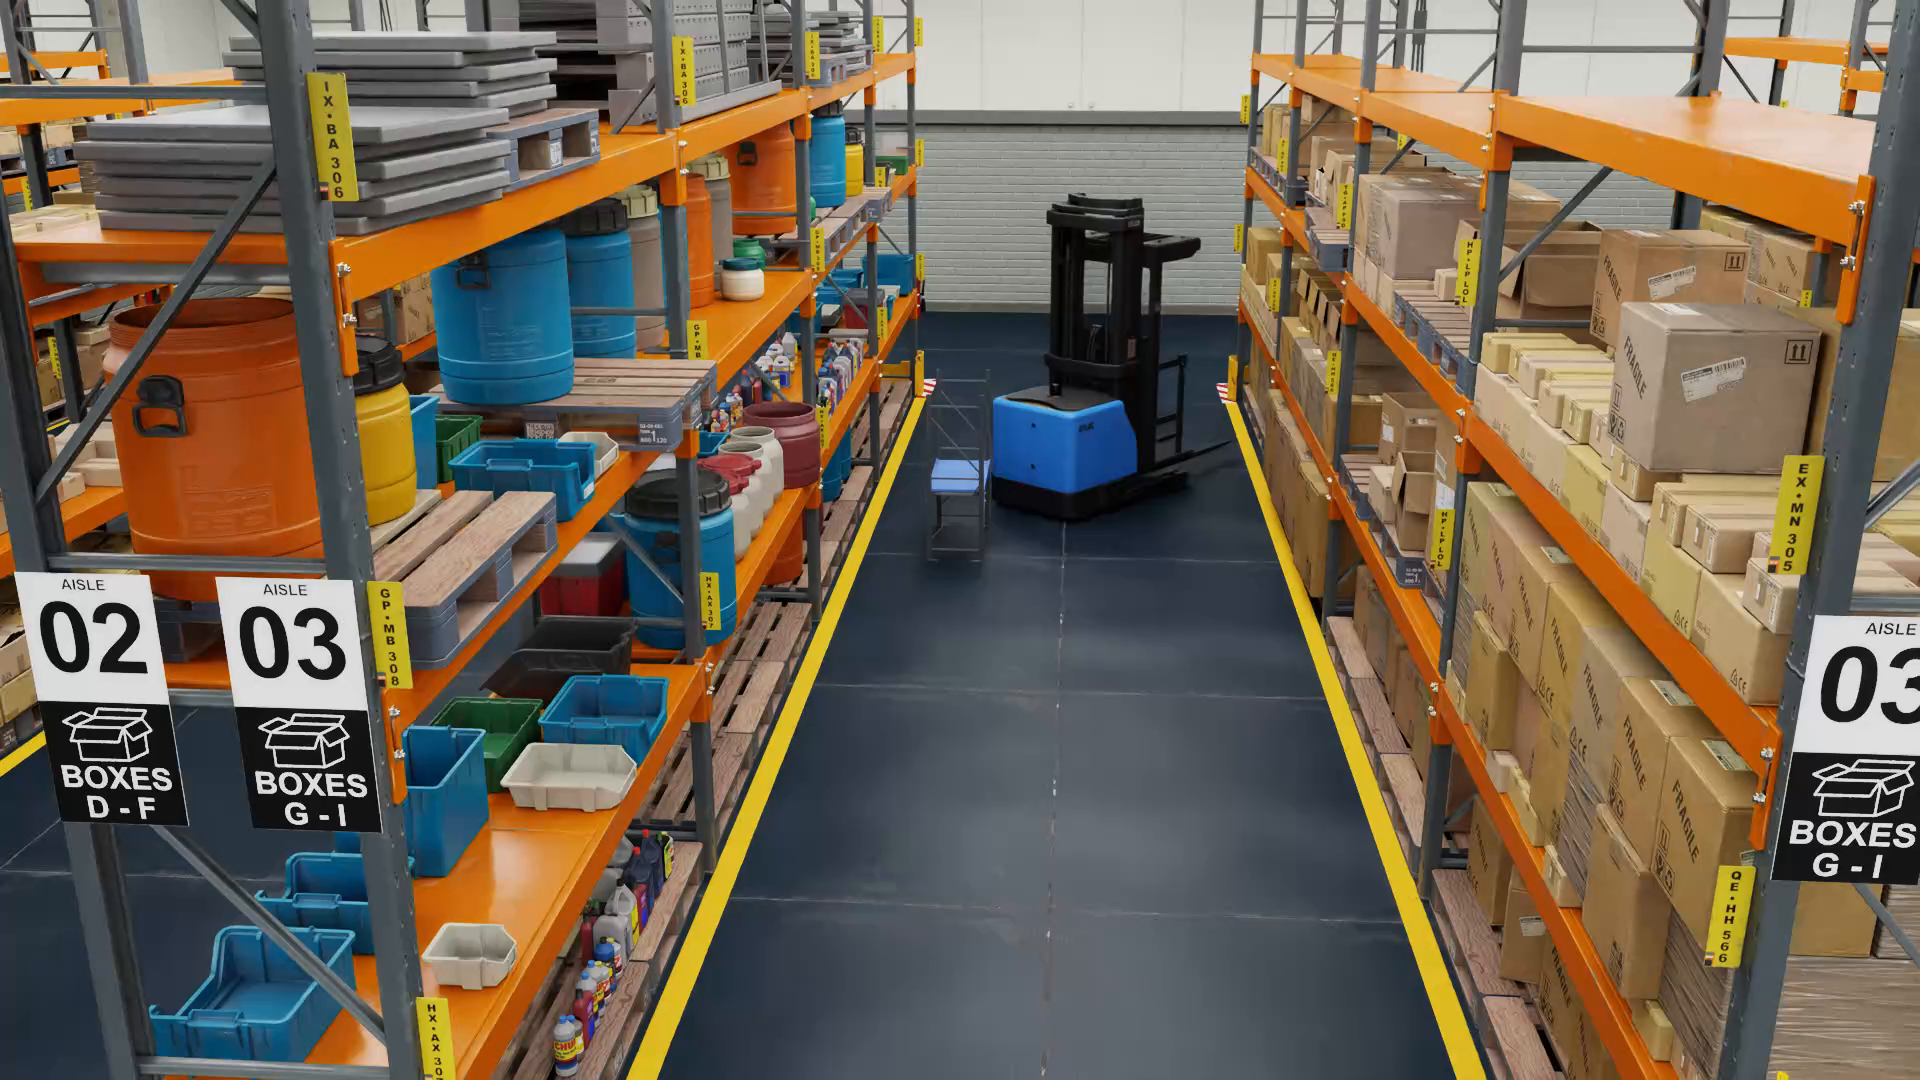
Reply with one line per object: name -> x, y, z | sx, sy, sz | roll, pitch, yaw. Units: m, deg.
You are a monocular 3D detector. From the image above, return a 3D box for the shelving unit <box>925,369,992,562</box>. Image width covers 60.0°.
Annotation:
shelving unit -> -0.006, -0.686, 14.936 | 0.538, 1.500, 1.048 | 1, 18, 4

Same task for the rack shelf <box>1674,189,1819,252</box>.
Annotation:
rack shelf -> 8.701, -3.489, 17.420 | 1.077, 0.370, 4.000 | 1, 18, 4

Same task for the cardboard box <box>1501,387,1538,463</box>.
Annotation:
cardboard box -> 2.724, -0.498, 7.376 | 0.500, 0.250, 0.500 | 1, 18, 3

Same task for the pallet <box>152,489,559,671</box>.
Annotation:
pallet -> -2.026, 0.099, 5.616 | 1.003, 0.211, 1.213 | 1, 18, 4

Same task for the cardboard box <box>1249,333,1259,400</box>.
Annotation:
cardboard box -> 3.939, -2.158, 19.758 | 0.875, 0.875, 0.875 | 1, 18, 4

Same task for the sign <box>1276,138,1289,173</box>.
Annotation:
sign -> 3.064, -3.647, 15.789 | 0.100, 0.325, 0.005 | 1, 18, 4

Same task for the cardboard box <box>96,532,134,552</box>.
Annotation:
cardboard box -> -6.341, 0.102, 12.962 | 0.500, 0.311, 0.500 | 2, 18, 5

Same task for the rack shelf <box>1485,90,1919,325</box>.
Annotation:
rack shelf -> 2.901, -1.328, 6.013 | 1.077, 0.370, 4.000 | 1, 18, 4

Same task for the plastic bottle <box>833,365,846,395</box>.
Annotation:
plastic bottle -> -1.117, -1.465, 15.103 | 0.152, 0.276, 0.135 | 1, 18, 4

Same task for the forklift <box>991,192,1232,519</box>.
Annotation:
forklift -> 1.659, -1.975, 16.571 | 1.130, 2.935, 3.031 | 16, 24, 40

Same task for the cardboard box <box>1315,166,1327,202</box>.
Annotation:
cardboard box -> 3.450, -3.171, 14.761 | 0.500, 0.311, 0.500 | 1, 18, 2

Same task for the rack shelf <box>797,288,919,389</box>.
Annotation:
rack shelf -> -1.179, -2.317, 18.658 | 1.077, 0.370, 4.000 | 1, 18, 4

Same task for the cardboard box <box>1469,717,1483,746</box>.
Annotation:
cardboard box -> 2.708, 0.893, 8.111 | 0.380, 0.149, 0.250 | 1, 18, 4

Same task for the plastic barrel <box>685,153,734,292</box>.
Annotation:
plastic barrel -> -1.884, -2.208, 11.550 | 0.600, 0.901, 0.600 | 0, 18, 0

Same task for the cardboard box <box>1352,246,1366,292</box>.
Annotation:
cardboard box -> 3.044, -1.898, 11.650 | 0.500, 0.250, 0.500 | 2, 18, 5

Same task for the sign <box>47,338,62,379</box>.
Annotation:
sign -> -7.091, -1.429, 13.060 | 0.100, 0.325, 0.005 | 1, 18, 4

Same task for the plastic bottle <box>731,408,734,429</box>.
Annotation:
plastic bottle -> -1.942, -1.034, 13.906 | 0.097, 0.201, 0.097 | 0, 18, 0

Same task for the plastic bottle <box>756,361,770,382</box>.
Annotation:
plastic bottle -> -1.818, -1.484, 15.160 | 0.152, 0.276, 0.135 | 1, 18, 4

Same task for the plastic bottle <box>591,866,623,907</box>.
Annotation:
plastic bottle -> -1.818, 1.803, 8.598 | 0.152, 0.276, 0.135 | 1, 18, 4

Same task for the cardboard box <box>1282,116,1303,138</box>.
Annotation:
cardboard box -> 3.657, -4.058, 17.005 | 0.700, 0.500, 0.500 | 2, 18, 7

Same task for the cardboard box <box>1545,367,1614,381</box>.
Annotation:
cardboard box -> 2.747, -0.646, 7.189 | 0.380, 0.149, 0.250 | 2, 18, 6

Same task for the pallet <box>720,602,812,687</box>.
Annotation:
pallet -> -1.703, 0.770, 12.562 | 1.003, 0.211, 1.213 | 1, 18, 4

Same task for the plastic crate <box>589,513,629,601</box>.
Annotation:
plastic crate -> -2.127, 0.105, 10.137 | 0.392, 0.384, 0.575 | 1, 18, 4

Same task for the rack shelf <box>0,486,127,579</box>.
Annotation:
rack shelf -> -6.693, 0.056, 11.416 | 1.077, 0.370, 4.000 | 1, 18, 4

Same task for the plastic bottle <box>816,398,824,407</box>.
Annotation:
plastic bottle -> -1.167, -1.051, 13.828 | 0.061, 0.283, 0.133 | 1, 18, 4

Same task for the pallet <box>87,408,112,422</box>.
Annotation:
pallet -> -6.571, -1.028, 13.877 | 1.213, 0.211, 1.003 | 1, 18, 4

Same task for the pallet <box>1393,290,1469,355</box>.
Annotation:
pallet -> 3.266, -1.290, 9.854 | 1.213, 0.211, 1.003 | 1, 18, 4

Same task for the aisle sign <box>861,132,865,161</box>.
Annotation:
aisle sign -> -1.327, -4.544, 20.125 | 0.394, 0.787, 0.004 | 1, 18, 4

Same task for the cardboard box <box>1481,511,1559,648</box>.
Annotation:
cardboard box -> 2.724, 0.183, 7.629 | 0.500, 0.500, 0.500 | 1, 18, 4

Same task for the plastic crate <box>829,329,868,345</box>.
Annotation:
plastic crate -> -1.146, -2.082, 17.114 | 0.396, 0.136, 0.243 | 1, 18, 4

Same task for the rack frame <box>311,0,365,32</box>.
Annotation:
rack frame -> -6.263, -5.000, 16.057 | 1.000, 3.000, 0.127 | 1, 18, 4

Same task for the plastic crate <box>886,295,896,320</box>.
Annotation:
plastic crate -> -0.927, -2.585, 18.494 | 0.416, 0.233, 0.300 | 1, 18, 4

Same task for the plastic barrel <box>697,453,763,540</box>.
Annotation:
plastic barrel -> -1.525, -0.272, 11.044 | 0.433, 0.535, 0.433 | 0, 18, 0

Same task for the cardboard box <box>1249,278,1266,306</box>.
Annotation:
cardboard box -> 3.531, -2.779, 18.676 | 0.500, 0.250, 0.500 | 1, 18, 2

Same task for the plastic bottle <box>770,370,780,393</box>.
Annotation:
plastic bottle -> -1.693, -1.451, 15.180 | 0.097, 0.201, 0.097 | 0, 18, 0

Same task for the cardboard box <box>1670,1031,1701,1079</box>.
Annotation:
cardboard box -> 2.591, 1.749, 5.499 | 0.380, 0.149, 0.250 | 1, 18, 4

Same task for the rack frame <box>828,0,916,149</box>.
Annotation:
rack frame -> -1.036, -6.131, 19.508 | 1.000, 3.000, 0.127 | 1, 18, 4

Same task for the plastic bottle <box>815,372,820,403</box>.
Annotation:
plastic bottle -> -1.302, -1.341, 14.603 | 0.144, 0.351, 0.185 | 1, 18, 4

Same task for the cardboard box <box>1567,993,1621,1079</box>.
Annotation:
cardboard box -> 2.892, 2.214, 7.015 | 0.500, 0.500, 0.500 | 3, 18, 9

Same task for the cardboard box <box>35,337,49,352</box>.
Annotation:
cardboard box -> -11.129, -2.330, 19.843 | 0.380, 0.149, 0.250 | 2, 18, 5

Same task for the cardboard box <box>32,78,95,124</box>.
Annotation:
cardboard box -> -10.697, -5.225, 19.763 | 0.500, 0.500, 0.500 | 1, 18, 4

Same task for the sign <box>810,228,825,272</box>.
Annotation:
sign -> -1.060, -2.161, 12.378 | 0.100, 0.325, 0.005 | 1, 18, 4

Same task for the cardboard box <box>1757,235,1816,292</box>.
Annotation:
cardboard box -> 8.354, -2.761, 16.616 | 0.500, 0.500, 0.500 | 1, 18, 2

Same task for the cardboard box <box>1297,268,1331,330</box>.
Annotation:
cardboard box -> 3.580, -2.252, 15.535 | 0.797, 0.503, 0.637 | 1, 18, 2

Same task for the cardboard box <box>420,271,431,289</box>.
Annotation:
cardboard box -> -5.912, -2.972, 17.737 | 0.500, 0.500, 0.500 | 1, 18, 2

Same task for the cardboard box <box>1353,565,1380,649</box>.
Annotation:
cardboard box -> 3.303, 0.503, 12.206 | 0.700, 0.500, 0.500 | 0, 18, 1

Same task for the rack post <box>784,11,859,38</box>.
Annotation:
rack post -> -1.414, -4.591, 14.932 | 0.937, 0.300, 0.954 | 1, 18, 3

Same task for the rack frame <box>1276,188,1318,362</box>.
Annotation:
rack frame -> 3.618, -1.927, 16.313 | 1.000, 3.000, 0.127 | 1, 18, 4

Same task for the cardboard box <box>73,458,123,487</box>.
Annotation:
cardboard box -> -6.338, -0.502, 12.368 | 0.380, 0.149, 0.250 | 1, 18, 4

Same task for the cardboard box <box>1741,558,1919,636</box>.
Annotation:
cardboard box -> 2.466, 0.163, 4.718 | 0.380, 0.149, 0.250 | 1, 18, 4

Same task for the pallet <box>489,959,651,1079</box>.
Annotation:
pallet -> -2.070, 2.360, 7.709 | 1.003, 0.211, 1.213 | 1, 18, 4

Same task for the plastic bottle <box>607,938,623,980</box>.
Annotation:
plastic bottle -> -1.688, 2.022, 8.049 | 0.097, 0.201, 0.097 | 0, 18, 0

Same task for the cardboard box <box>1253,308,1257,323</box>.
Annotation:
cardboard box -> 3.441, -2.469, 18.371 | 0.380, 0.149, 0.250 | 1, 18, 3

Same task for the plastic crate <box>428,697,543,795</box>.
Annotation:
plastic crate -> -2.275, 0.963, 7.833 | 0.450, 0.188, 0.662 | 1, 18, 4
